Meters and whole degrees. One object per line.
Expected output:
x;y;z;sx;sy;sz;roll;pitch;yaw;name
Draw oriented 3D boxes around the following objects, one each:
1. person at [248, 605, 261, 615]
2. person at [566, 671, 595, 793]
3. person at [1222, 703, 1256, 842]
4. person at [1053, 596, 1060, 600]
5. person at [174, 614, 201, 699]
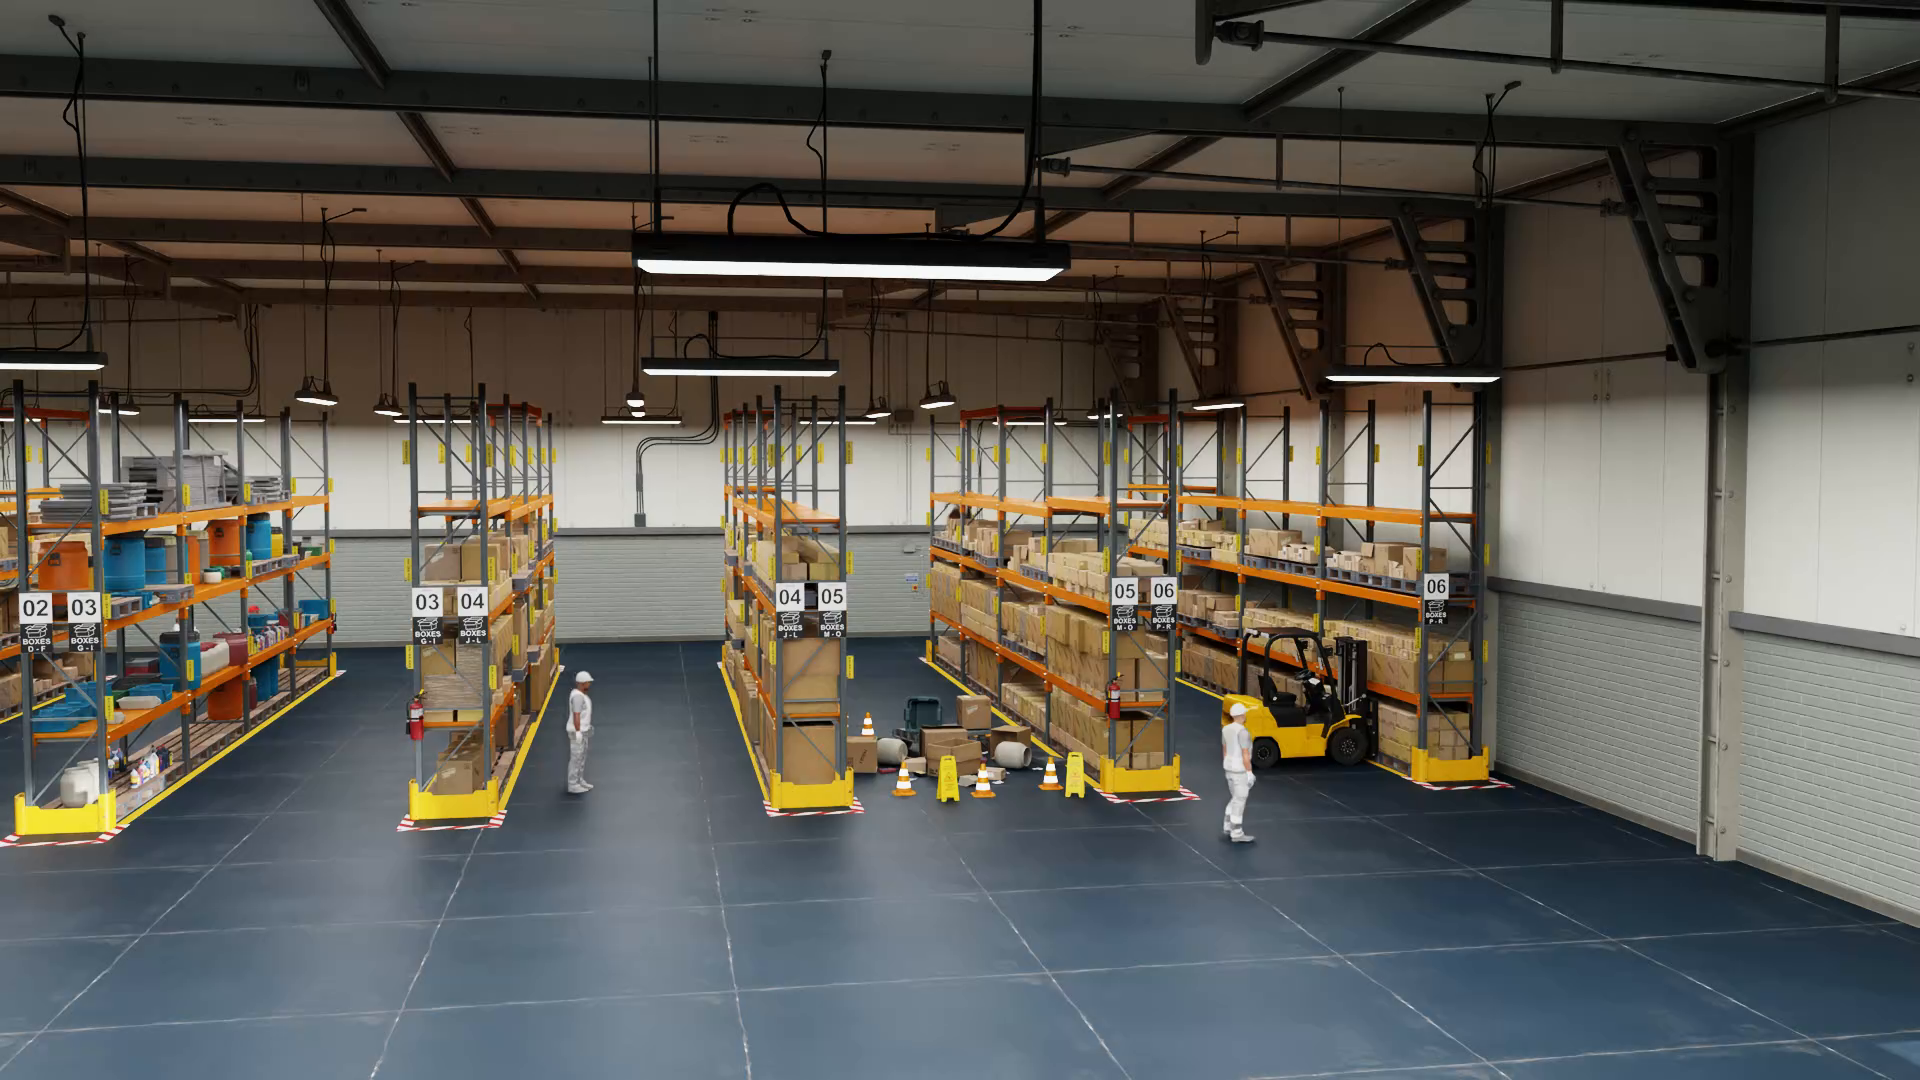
-15.188;2.334;35.871;0.427;1.859;0.621;2;4;40;person
-5.652;2.850;24.769;0.411;1.796;0.584;0;3;-6;person
3.643;3.025;21.607;0.376;1.813;0.620;-1;3;-20;person
2.150;2.018;39.476;0.608;1.635;0.761;-2;3;-32;person
-15.843;2.379;34.050;0.489;1.771;0.636;-2;4;-35;person
